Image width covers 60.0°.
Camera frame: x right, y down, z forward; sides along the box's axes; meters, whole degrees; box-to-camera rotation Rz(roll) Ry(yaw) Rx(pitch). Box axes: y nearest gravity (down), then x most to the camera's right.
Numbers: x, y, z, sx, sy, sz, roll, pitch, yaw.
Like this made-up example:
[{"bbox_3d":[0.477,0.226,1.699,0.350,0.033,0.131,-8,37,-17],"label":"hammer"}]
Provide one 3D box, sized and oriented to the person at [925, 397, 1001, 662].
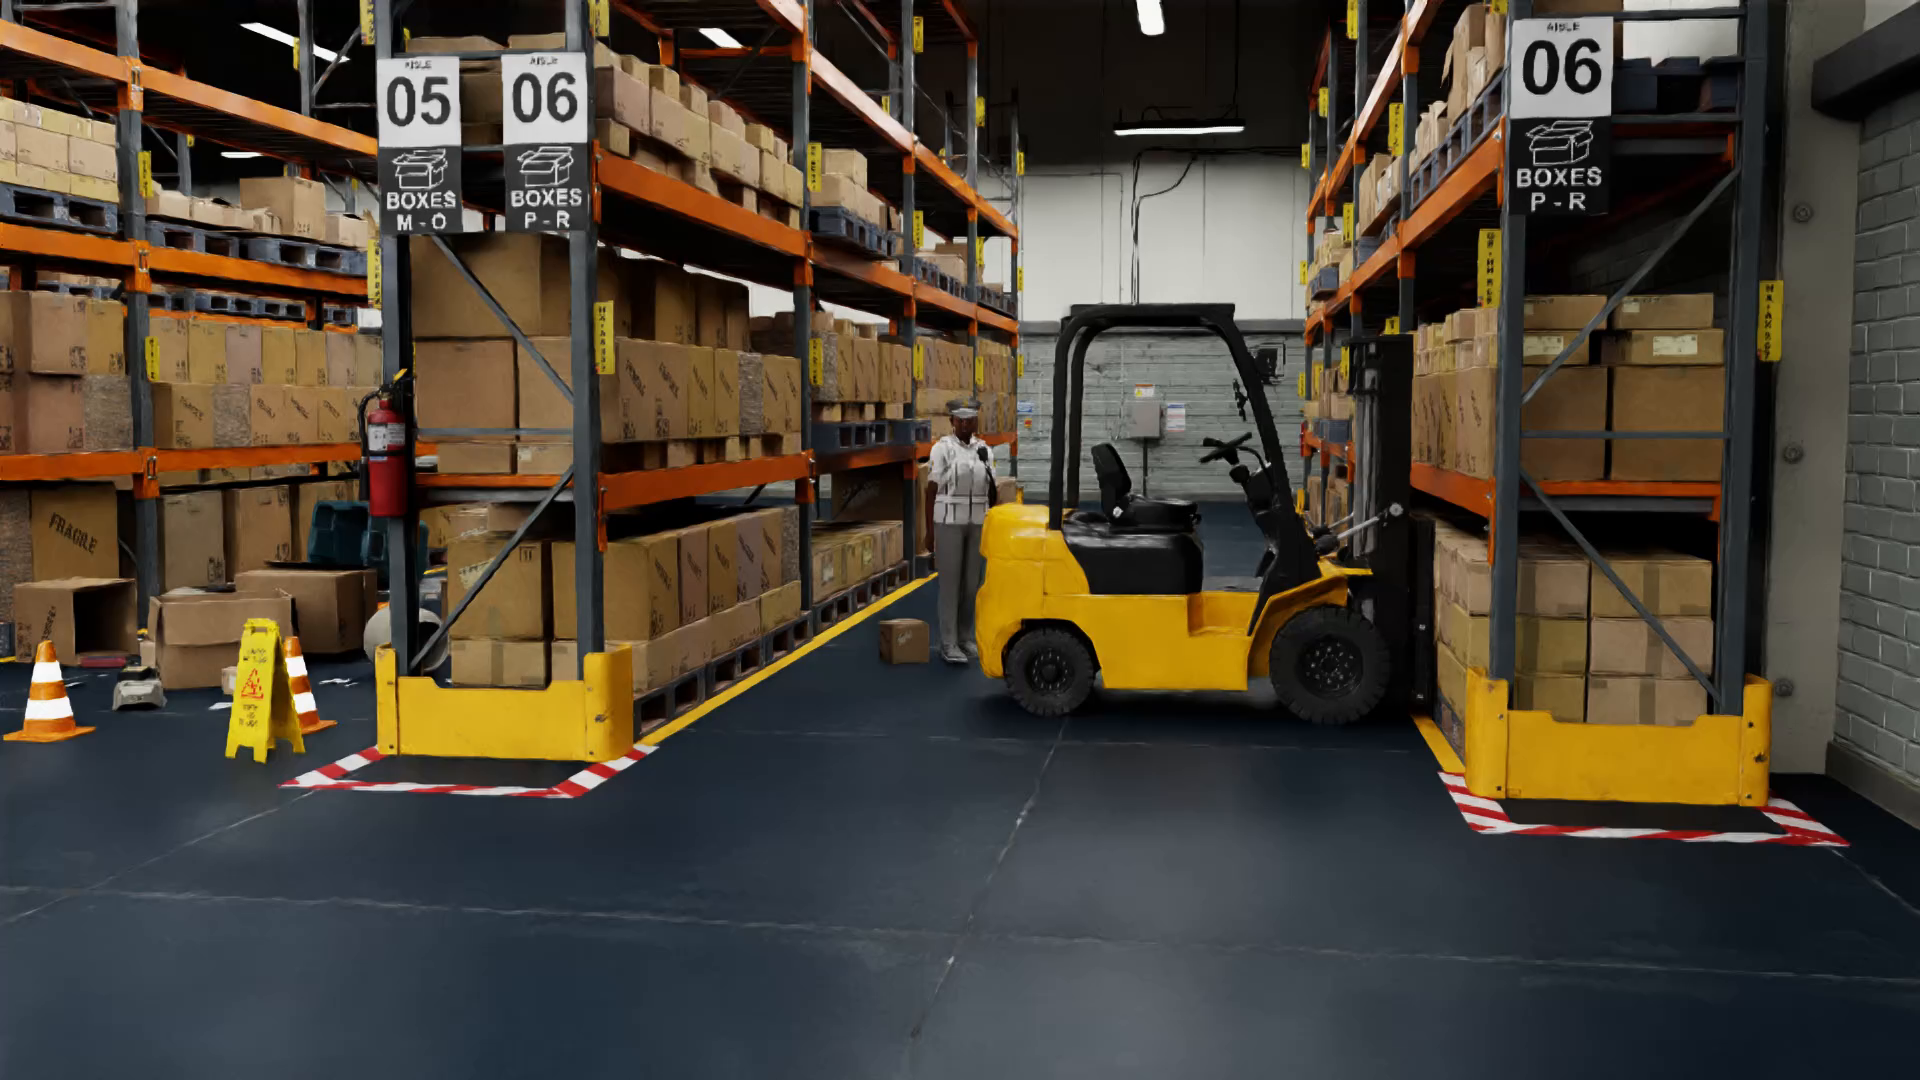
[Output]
[{"bbox_3d":[0.033,-0.073,10.668,0.483,1.685,0.523,-2,5,-26],"label":"person"}]
